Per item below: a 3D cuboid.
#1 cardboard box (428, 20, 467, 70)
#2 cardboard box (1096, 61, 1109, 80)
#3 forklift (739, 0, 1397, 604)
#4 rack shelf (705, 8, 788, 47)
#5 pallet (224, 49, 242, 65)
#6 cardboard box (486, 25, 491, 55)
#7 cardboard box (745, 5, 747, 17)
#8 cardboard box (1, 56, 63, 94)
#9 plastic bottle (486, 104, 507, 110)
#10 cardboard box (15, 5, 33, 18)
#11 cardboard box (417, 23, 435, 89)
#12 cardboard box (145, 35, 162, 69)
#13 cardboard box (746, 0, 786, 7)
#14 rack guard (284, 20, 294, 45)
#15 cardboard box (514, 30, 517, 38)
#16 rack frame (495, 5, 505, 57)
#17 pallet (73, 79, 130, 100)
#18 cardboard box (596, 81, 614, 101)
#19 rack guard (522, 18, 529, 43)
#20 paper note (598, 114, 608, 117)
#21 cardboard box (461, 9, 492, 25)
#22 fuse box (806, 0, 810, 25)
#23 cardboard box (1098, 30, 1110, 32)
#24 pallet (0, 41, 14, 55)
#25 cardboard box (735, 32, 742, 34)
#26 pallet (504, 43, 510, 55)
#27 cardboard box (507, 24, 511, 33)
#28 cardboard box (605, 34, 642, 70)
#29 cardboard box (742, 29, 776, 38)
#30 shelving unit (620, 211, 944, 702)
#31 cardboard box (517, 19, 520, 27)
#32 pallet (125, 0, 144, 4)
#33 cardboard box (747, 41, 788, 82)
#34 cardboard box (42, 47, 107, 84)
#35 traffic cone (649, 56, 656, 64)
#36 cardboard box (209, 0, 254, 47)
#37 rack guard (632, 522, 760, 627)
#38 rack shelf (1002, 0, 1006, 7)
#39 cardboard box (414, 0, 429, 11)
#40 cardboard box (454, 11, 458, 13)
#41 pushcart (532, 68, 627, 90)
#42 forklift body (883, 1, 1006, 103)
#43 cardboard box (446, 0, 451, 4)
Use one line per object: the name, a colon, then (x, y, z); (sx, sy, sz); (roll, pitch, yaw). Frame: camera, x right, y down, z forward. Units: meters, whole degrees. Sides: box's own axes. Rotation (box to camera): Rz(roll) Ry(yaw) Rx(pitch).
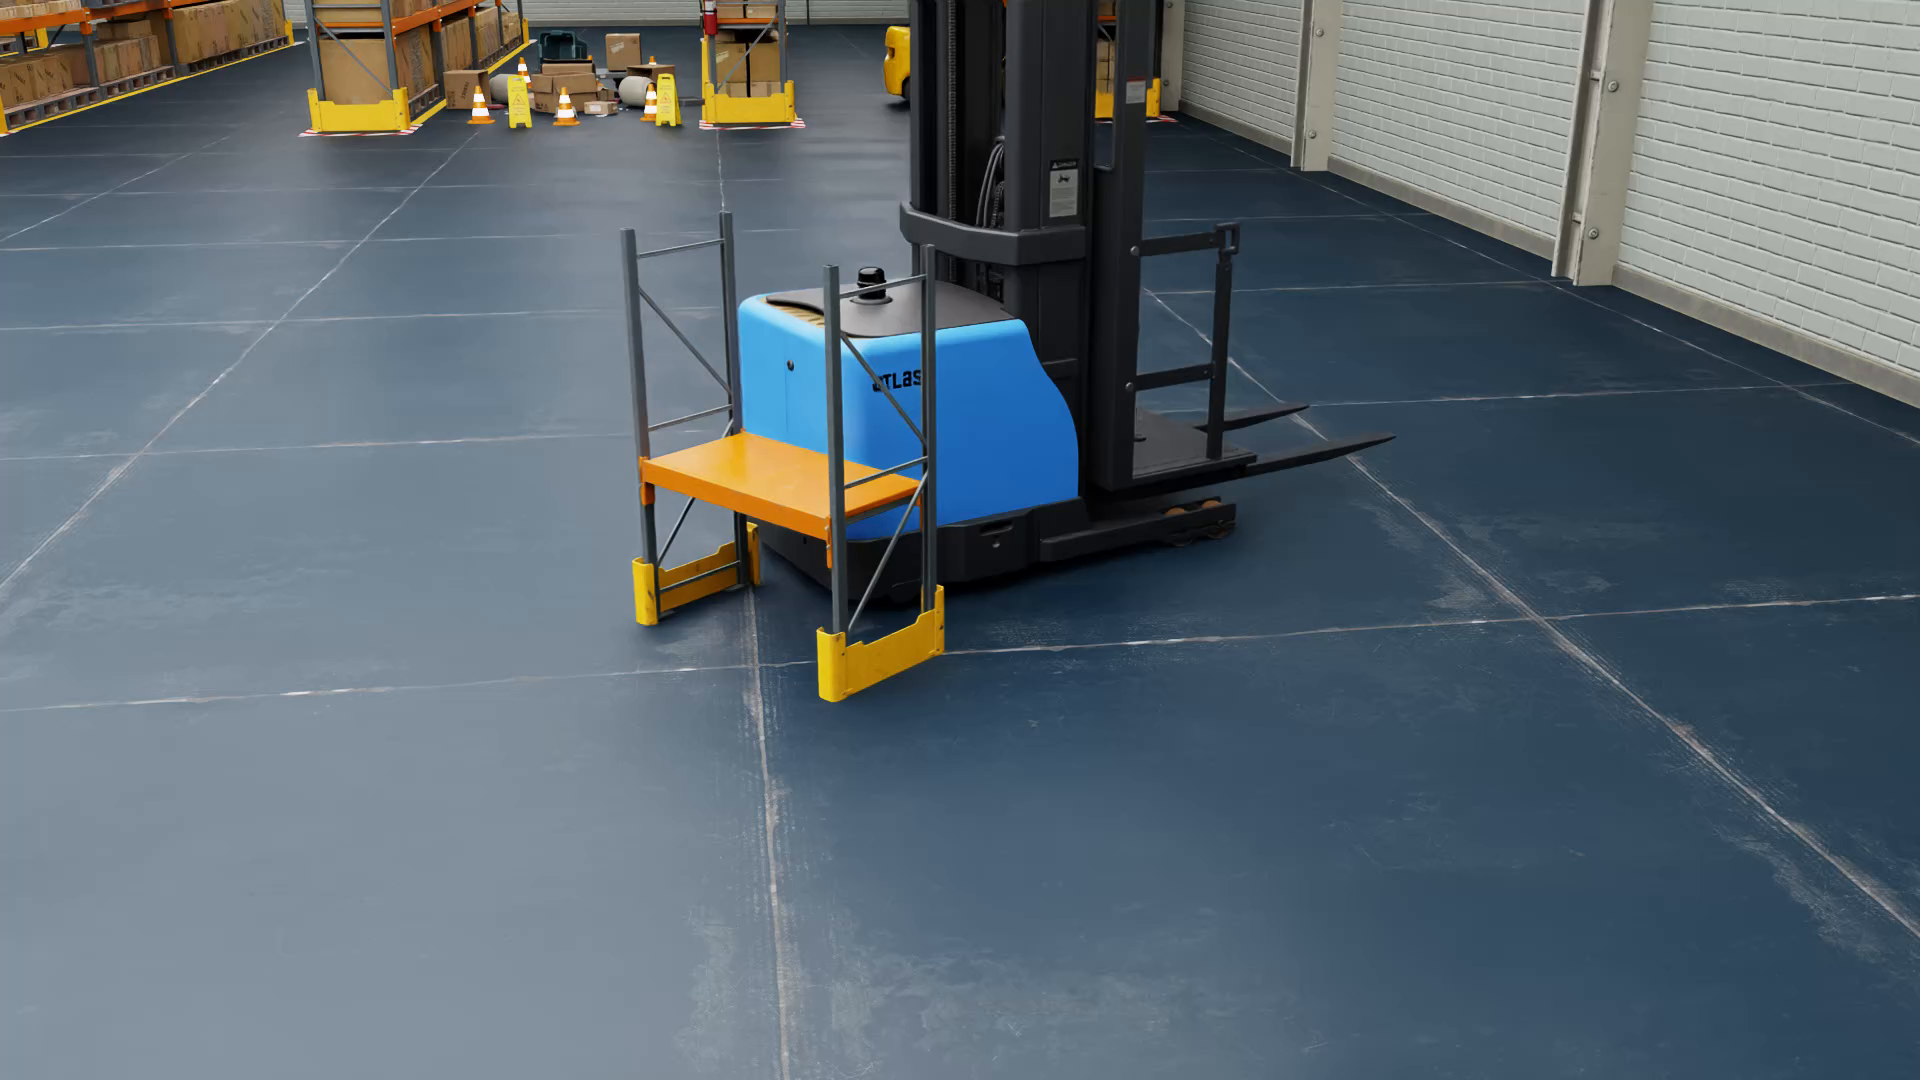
cardboard box: (-8.691, -8.075, 27.165); (1.050, 0.750, 0.750); (-3, 21, -7)
cardboard box: (1.750, -6.512, 22.980); (0.500, 0.250, 0.500); (-3, 21, -8)
forklift: (0.608, -1.489, 7.014); (3.031, 2.935, 1.130); (-12, 24, -29)
rack shelf: (-3.070, -7.320, 23.557); (1.077, 0.370, 4.000); (-3, 21, -8)
pallet: (-14.133, -9.050, 31.146); (1.003, 0.211, 1.213); (-3, 21, -8)
cardboard box: (-8.823, -9.085, 30.226); (0.500, 0.500, 0.500); (-3, 21, -9)
cardboard box: (-2.677, -7.062, 22.196); (0.380, 0.149, 0.250); (-3, 21, -7)
cardboard box: (-13.057, -6.537, 23.405); (0.500, 0.500, 0.500); (4, 21, 9)
plastic bottle: (-6.575, -6.137, 23.561); (0.283, 0.061, 0.133); (-11, 23, -26)
cardboard box: (-12.514, -6.982, 21.983); (0.380, 0.149, 0.250); (-3, 21, -8)
cardboard box: (-8.221, -7.045, 24.229); (0.875, 0.875, 0.875); (-3, 21, -7)
cardboard box: (-13.625, -8.039, 27.397); (0.700, 0.500, 0.500); (-4, 21, -11)
cardboard box: (-2.576, -7.329, 21.984); (0.500, 0.500, 0.500); (-3, 21, -9)
rack guard: (-14.898, -10.842, 35.531); (1.175, 0.500, 0.348); (-3, 21, -8)
cardboard box: (-9.453, -10.560, 34.677); (0.380, 0.149, 0.250); (-4, 21, -10)
rack frame: (-9.396, -10.835, 31.939); (1.000, 3.000, 0.127); (-3, 21, -8)
pallet: (-13.279, -6.813, 25.157); (1.003, 0.211, 1.213); (-3, 21, -8)
cardboard box: (-5.365, -6.679, 24.719); (0.396, 0.266, 0.258); (17, 27, 39)
rack guard: (-9.961, -11.023, 36.014); (1.175, 0.500, 0.348); (-3, 21, -8)
paper note: (-4.888, -5.801, 22.704); (0.148, 0.019, 0.142); (-11, 23, -26)
cardboard box: (-8.887, -9.606, 30.549); (0.500, 0.250, 0.500); (-4, 21, -10)
fuse box: (-3.825, -13.908, 42.007); (0.539, 1.711, 0.414); (-3, 21, -8)
cardboard box: (1.962, -7.468, 24.823); (0.500, 0.250, 0.500); (-3, 21, -7)
pallet: (-19.543, -9.740, 32.992); (1.003, 0.211, 1.213); (-3, 21, -8)
cardboard box: (-3.452, -7.207, 24.484); (0.500, 0.500, 0.500); (-2, 21, -6)
pallet: (-9.527, -9.760, 33.045); (1.003, 0.211, 1.213); (-3, 21, -8)
cardboard box: (-9.353, -10.424, 33.887); (0.380, 0.149, 0.250); (-3, 21, -8)
cardboard box: (-5.116, -7.434, 25.322); (0.500, 0.500, 0.500); (-3, 21, -8)
cardboard box: (-3.008, -7.419, 25.050); (0.500, 0.500, 0.500); (-3, 21, -9)
shelving unit: (-0.649, -0.343, 5.990); (1.083, 1.500, 0.587); (17, 26, 38)
cardboard box: (-9.614, -11.052, 35.570); (0.380, 0.149, 0.250); (-3, 21, -9)
pallet: (-13.416, -8.462, 25.859); (1.003, 0.211, 1.213); (-3, 21, -8)
cardboard box: (-2.629, -6.526, 22.661); (0.500, 0.500, 0.500); (-4, 21, -10)
cardboard box: (-13.232, -7.099, 24.880); (0.700, 0.500, 0.500); (-5, 21, -12)
traffic cone: (-4.923, -7.520, 26.690); (0.336, 0.463, 0.334); (-3, 21, -8)
cardboard box: (-14.334, -10.054, 32.284); (0.875, 0.875, 0.875); (-3, 21, -8)
rack guard: (-1.024, 0.128, 6.515); (0.087, 0.250, 0.587); (17, 26, 38)
rack shelf: (1.264, -8.957, 27.939); (1.077, 0.370, 4.000); (-3, 21, -8)
cardboard box: (-8.076, -7.819, 23.650); (0.875, 0.550, 0.550); (-3, 21, -8)
cardboard box: (-9.318, -9.402, 30.003); (0.500, 0.250, 0.500); (-2, 21, -6)
pushcart: (-5.608, -6.989, 25.390); (1.648, 0.377, 0.936); (-11, 23, -26)
forklift body: (0.051, -7.384, 23.911); (2.313, 2.155, 1.214); (-3, 21, -8)
cardboard box: (-8.125, -8.483, 25.498); (0.500, 0.500, 0.500); (-3, 21, -7)
